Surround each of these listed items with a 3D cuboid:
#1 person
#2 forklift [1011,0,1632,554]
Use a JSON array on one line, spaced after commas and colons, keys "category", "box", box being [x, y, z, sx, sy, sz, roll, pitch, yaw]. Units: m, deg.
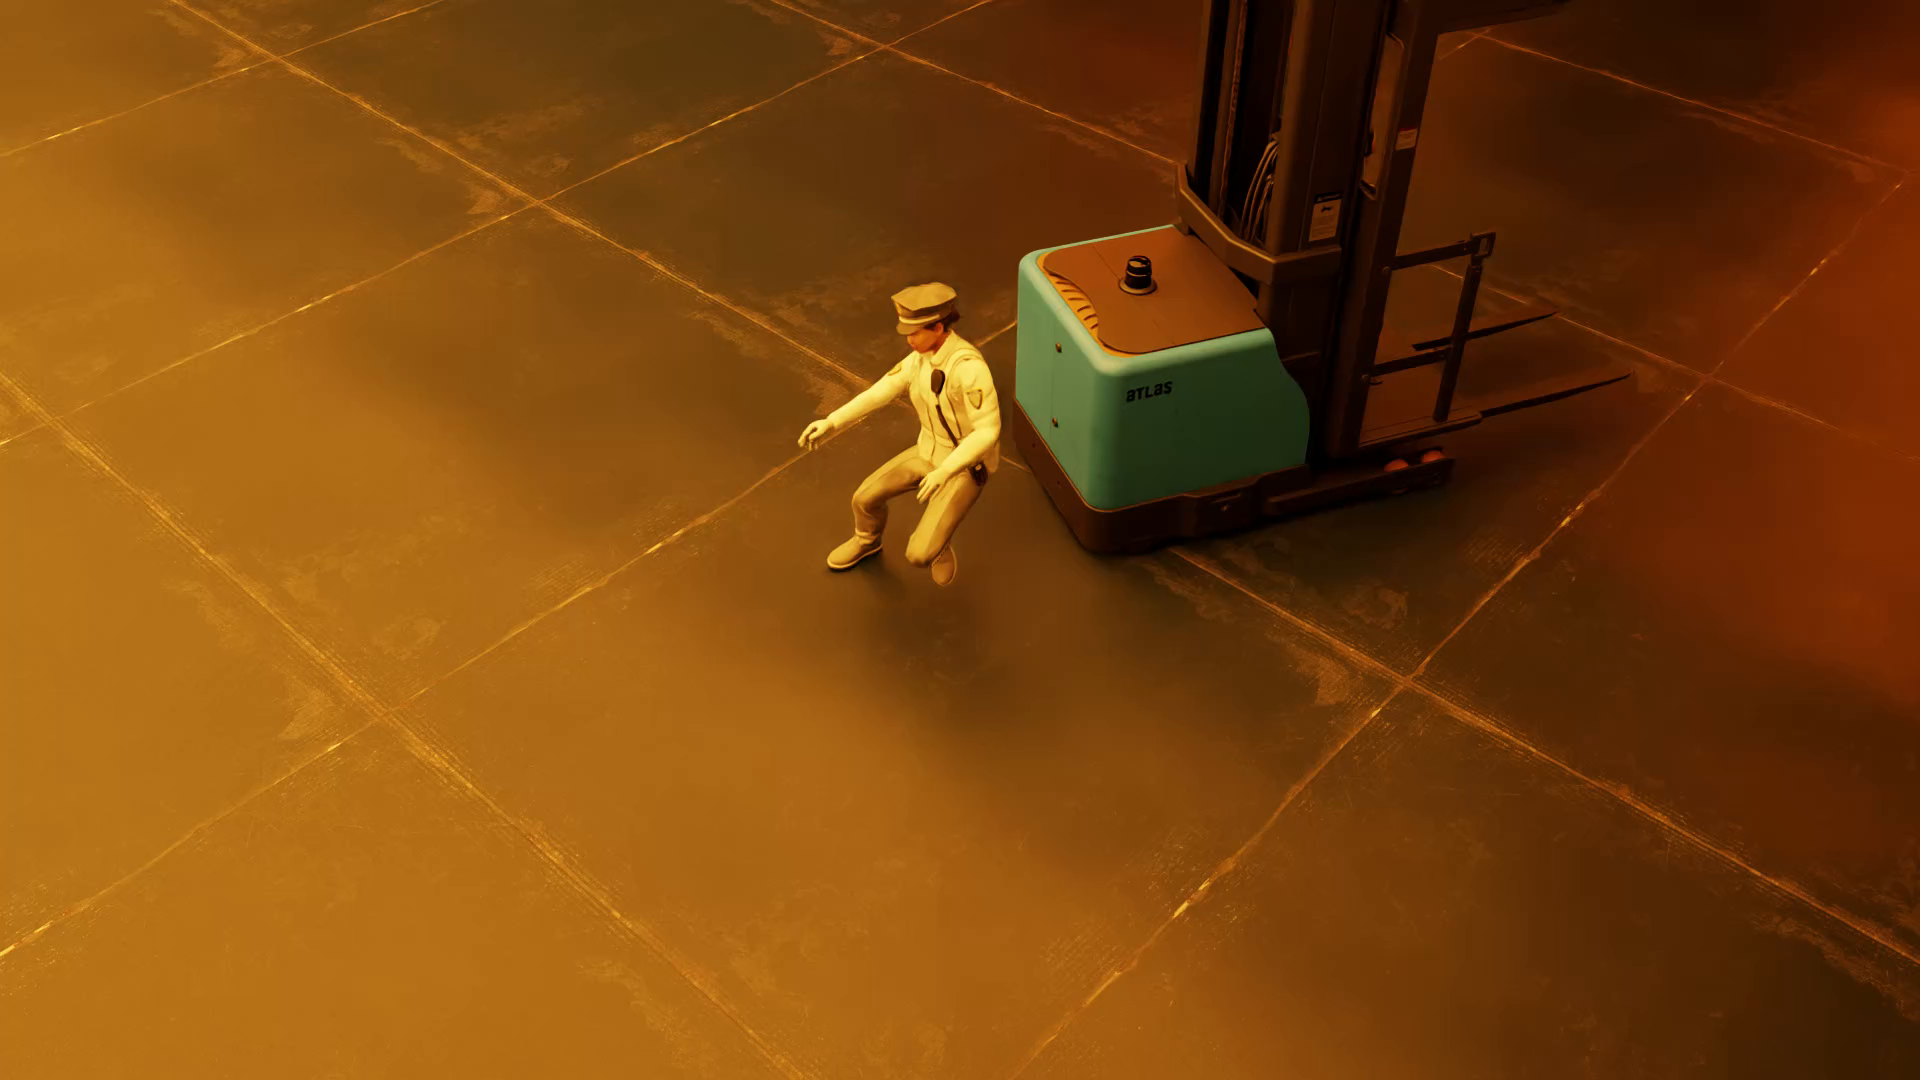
[{"category": "person", "box": [-0.242, -0.331, 6.926, 0.716, 1.469, 0.784, -25, 46, -26]}, {"category": "forklift", "box": [1.825, -1.641, 7.341, 3.031, 2.935, 1.130, -14, 42, -15]}]
